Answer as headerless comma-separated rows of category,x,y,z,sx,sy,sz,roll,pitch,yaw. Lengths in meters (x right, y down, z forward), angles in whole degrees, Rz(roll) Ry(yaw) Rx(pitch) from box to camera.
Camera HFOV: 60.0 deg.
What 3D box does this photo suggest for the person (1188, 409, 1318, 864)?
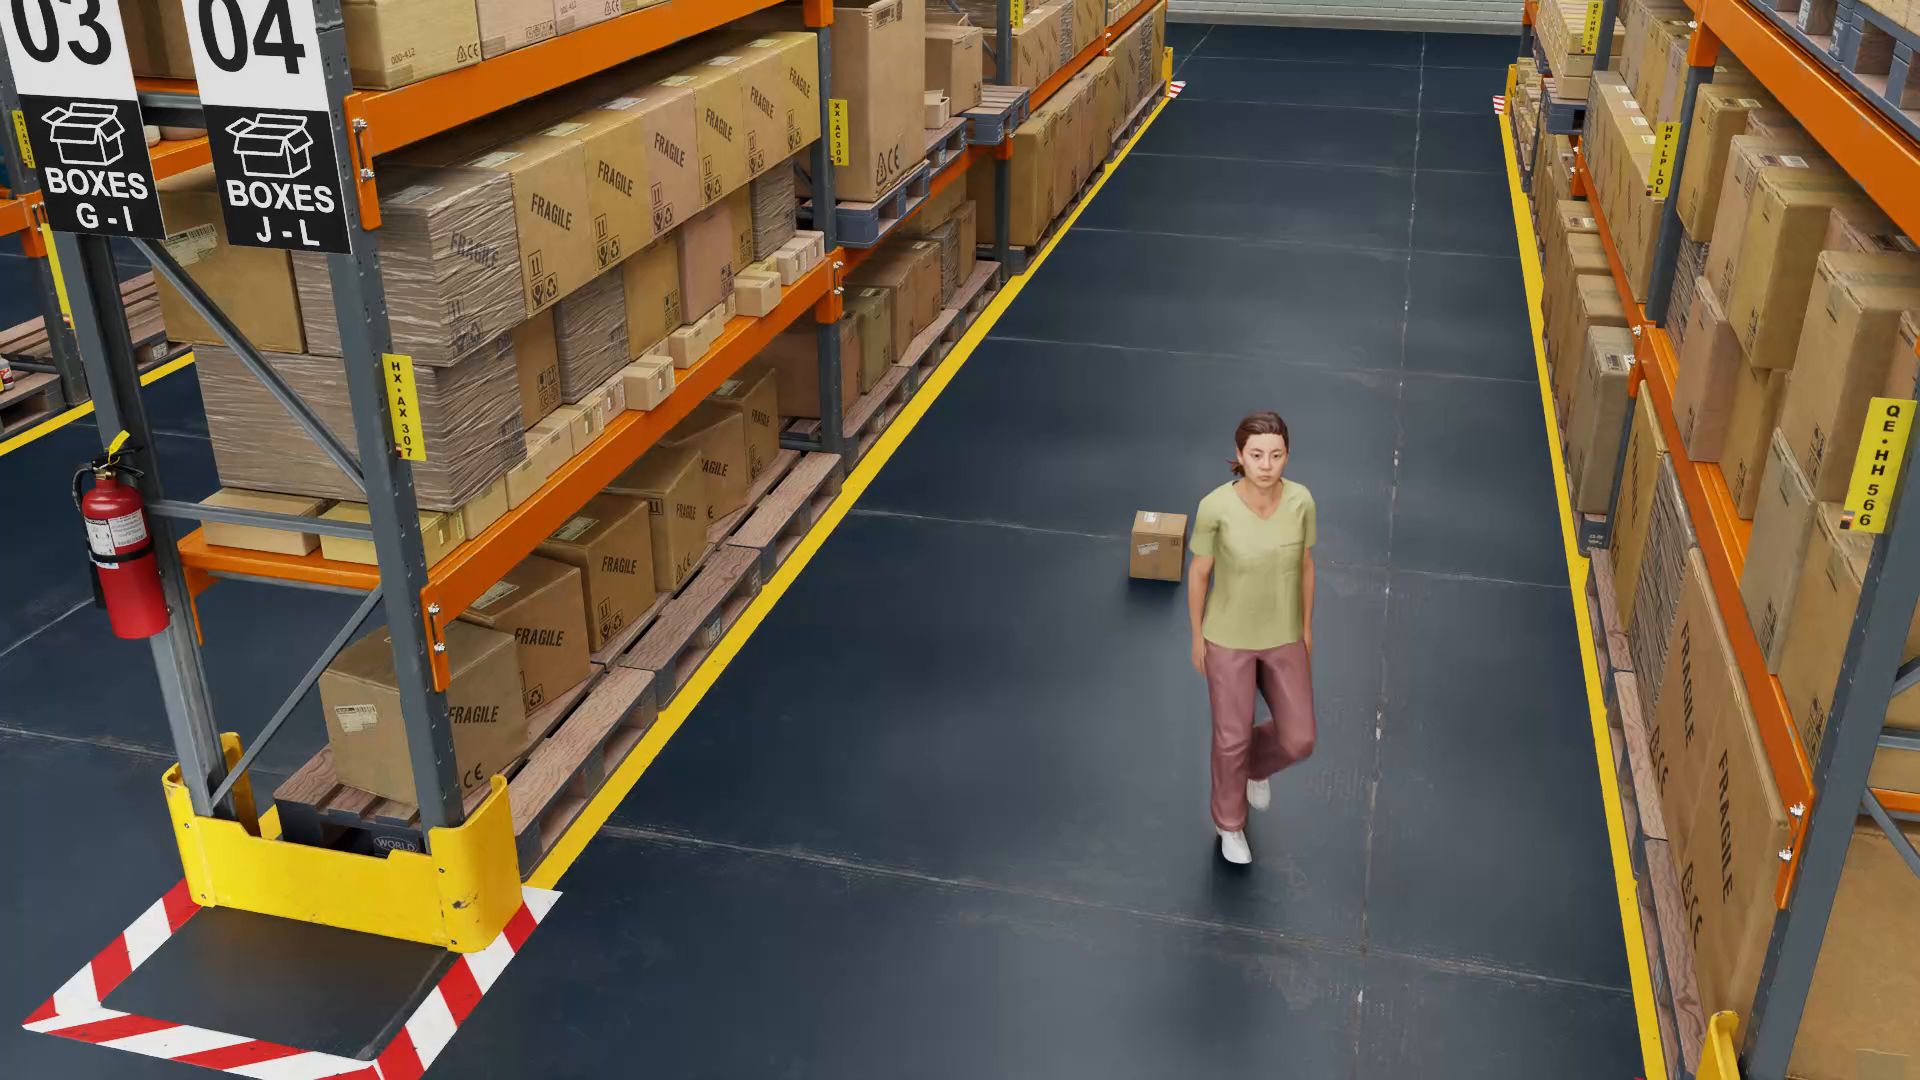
person,1.021,0.338,5.838,0.465,1.663,0.496,-2,26,-5
